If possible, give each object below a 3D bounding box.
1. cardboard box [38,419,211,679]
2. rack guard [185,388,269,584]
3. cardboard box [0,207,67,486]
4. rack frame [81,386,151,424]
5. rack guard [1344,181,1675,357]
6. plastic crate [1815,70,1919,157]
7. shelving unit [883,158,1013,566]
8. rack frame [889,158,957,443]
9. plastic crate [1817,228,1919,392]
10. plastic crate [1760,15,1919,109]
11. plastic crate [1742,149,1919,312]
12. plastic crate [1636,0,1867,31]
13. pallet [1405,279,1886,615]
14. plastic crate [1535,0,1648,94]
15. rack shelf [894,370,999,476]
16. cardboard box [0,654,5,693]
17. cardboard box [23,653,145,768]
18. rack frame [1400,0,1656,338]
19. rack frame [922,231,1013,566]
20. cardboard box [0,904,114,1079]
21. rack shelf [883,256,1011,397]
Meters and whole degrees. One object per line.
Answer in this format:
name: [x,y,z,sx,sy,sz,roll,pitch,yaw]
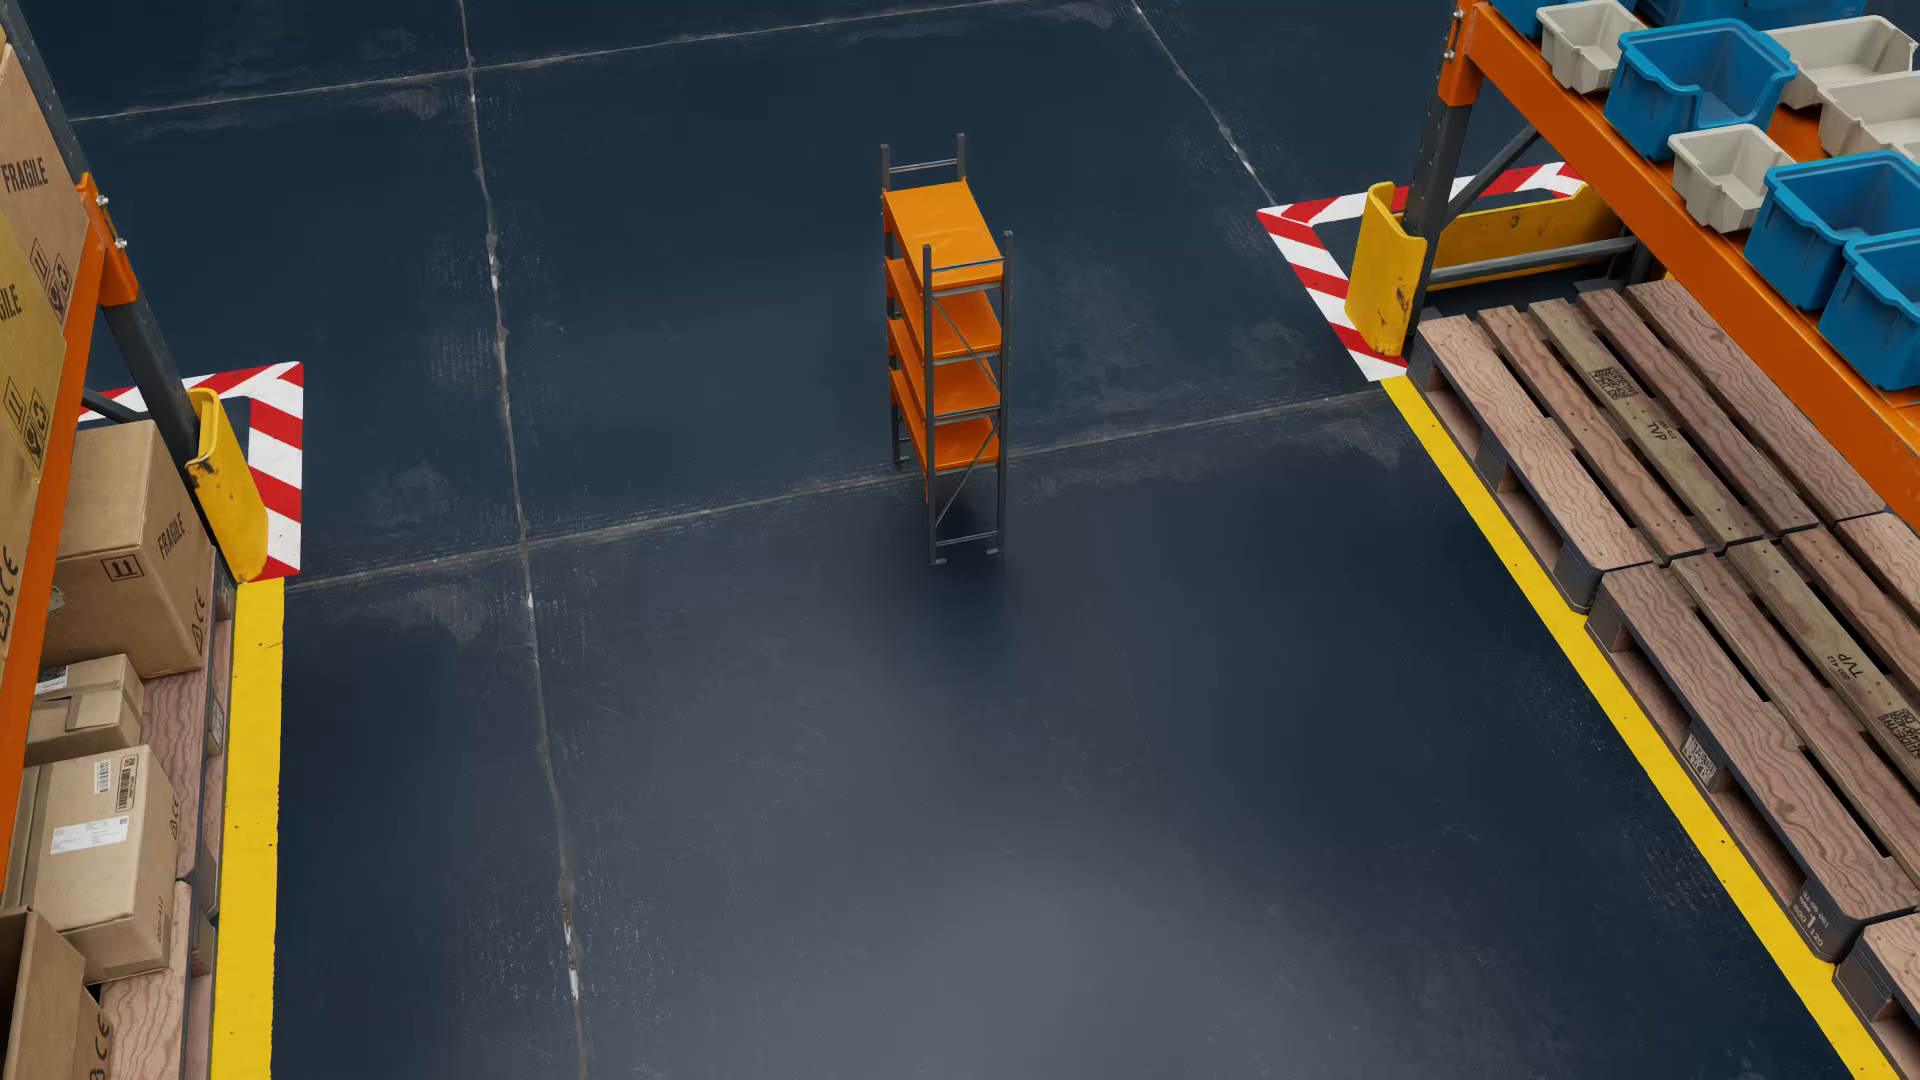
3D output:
cardboard box: [-2.395,0.056,4.538,0.500,0.500,0.500,-11,47,-10]
rack guard: [-2.753,-0.068,4.967,1.175,0.500,0.348,-11,47,-10]
cardboard box: [-2.258,-0.414,3.485,0.500,0.500,0.500,-10,46,-10]
rack frame: [-2.775,-0.995,4.125,0.949,2.616,0.053,-11,47,-10]
rack guard: [1.998,-1.038,5.917,1.175,0.500,0.348,-11,47,-10]
plastic crate: [2.461,-1.095,4.365,0.396,0.136,0.243,-11,47,-10]
shelving unit: [-0.042,-0.533,4.932,0.258,1.200,0.499,-11,47,-10]
rack frame: [-0.104,-0.703,5.099,0.228,1.046,0.006,-11,47,-10]
plastic crate: [2.176,-0.514,3.729,0.416,0.233,0.300,-11,47,-10]
plastic crate: [2.401,-1.298,4.564,0.396,0.136,0.243,-11,47,-10]
plastic crate: [2.099,-0.722,3.932,0.416,0.233,0.300,-11,47,-10]
plastic crate: [2.283,-1.735,4.784,0.616,0.435,0.499,-11,47,-10]
pallet: [2.191,-0.346,5.442,1.003,0.211,1.213,-11,47,-10]
plastic crate: [1.764,-1.360,4.626,0.250,0.136,0.298,-11,47,-10]
rack shelf: [-0.042,-0.376,5.095,0.221,0.050,0.457,-11,47,-10]
cardboard box: [-2.007,0.280,2.806,0.500,0.500,0.500,-11,47,-11]
cardboard box: [-2.378,0.468,4.367,0.380,0.166,0.250,-11,47,-10]
rack frame: [2.017,-1.899,5.011,1.000,3.000,0.127,-11,47,-10]
rack frame: [0.020,-0.366,4.768,0.240,1.200,0.015,-11,47,-10]
cardboard box: [-2.234,1.189,3.424,0.797,0.503,0.637,-11,47,-10]
rack shelf: [-0.042,-0.644,4.822,0.258,0.148,0.480,-11,47,-10]
